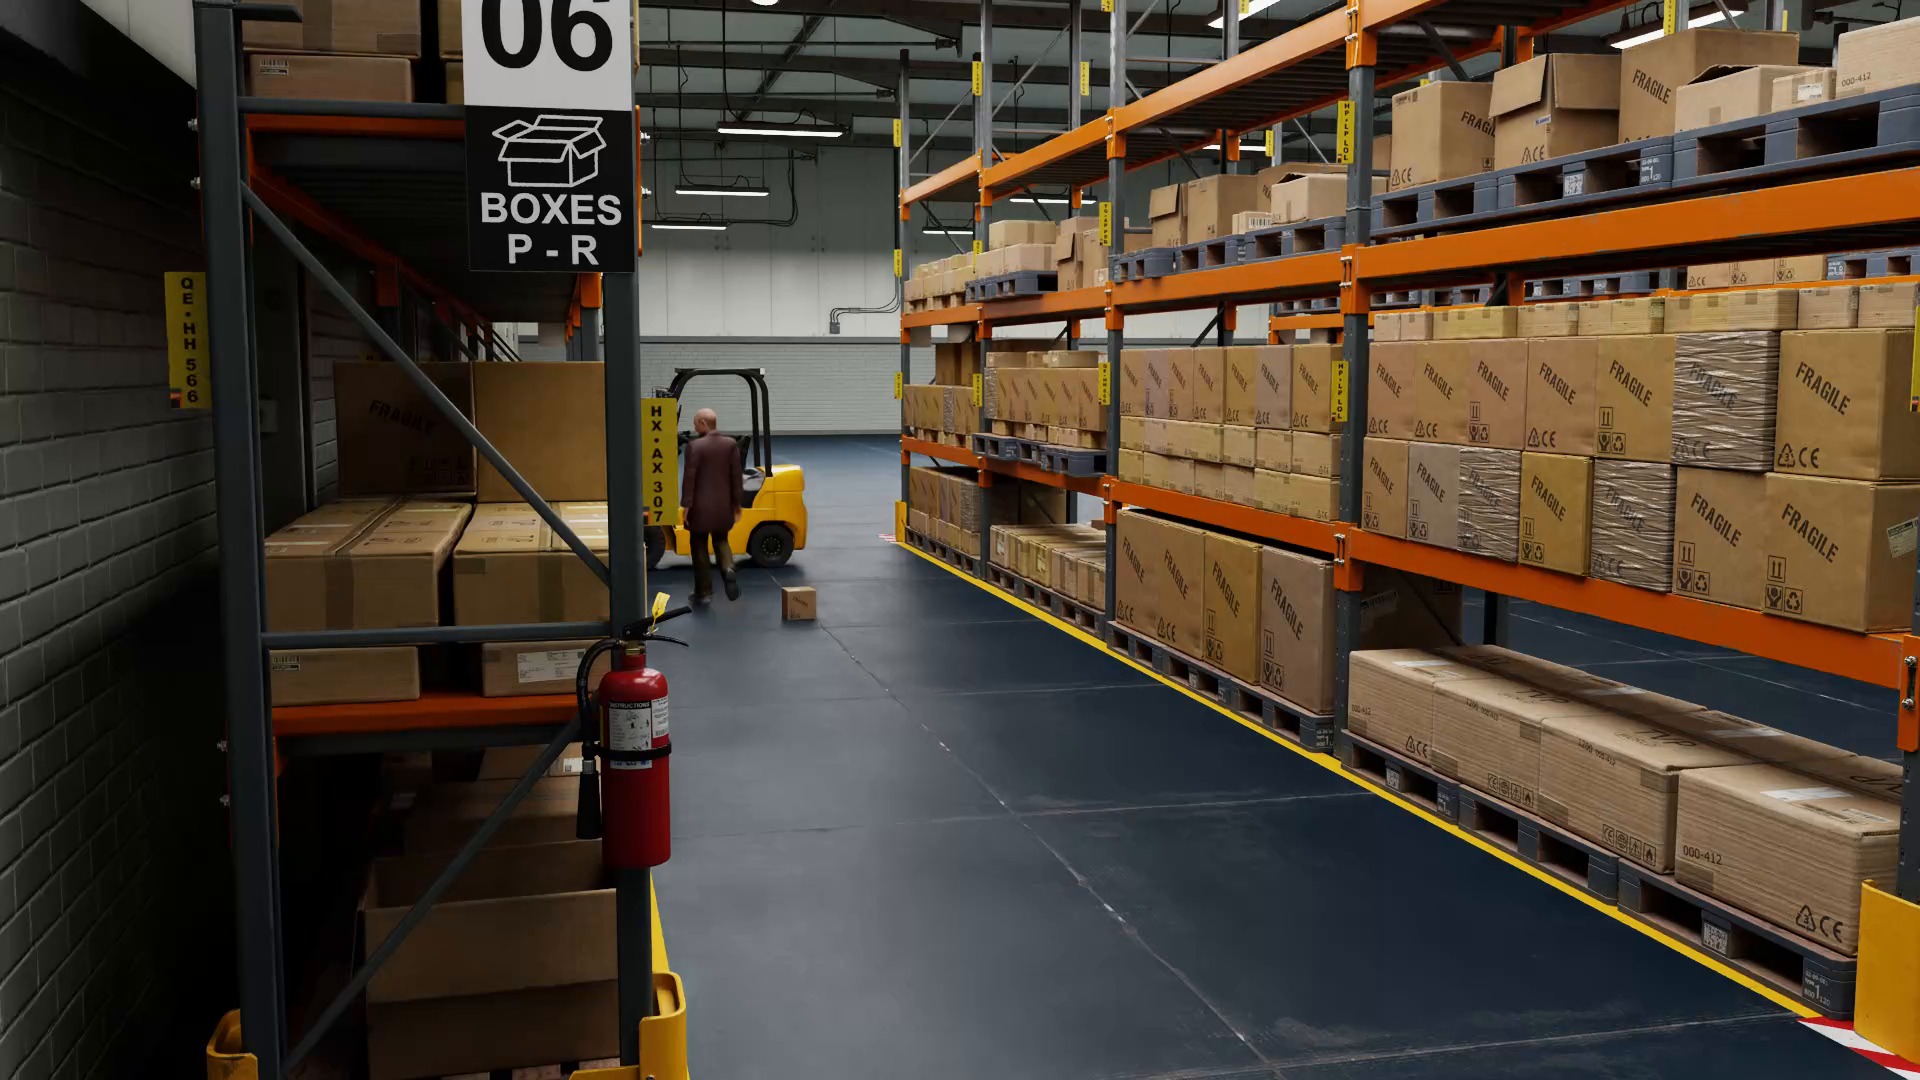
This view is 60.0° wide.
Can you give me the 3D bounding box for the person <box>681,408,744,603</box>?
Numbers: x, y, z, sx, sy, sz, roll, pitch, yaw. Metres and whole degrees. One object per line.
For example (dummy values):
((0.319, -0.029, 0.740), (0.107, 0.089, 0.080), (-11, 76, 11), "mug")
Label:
((-2.279, -0.310, 15.154), (0.613, 1.776, 0.581), (-4, 7, -36), "person")
